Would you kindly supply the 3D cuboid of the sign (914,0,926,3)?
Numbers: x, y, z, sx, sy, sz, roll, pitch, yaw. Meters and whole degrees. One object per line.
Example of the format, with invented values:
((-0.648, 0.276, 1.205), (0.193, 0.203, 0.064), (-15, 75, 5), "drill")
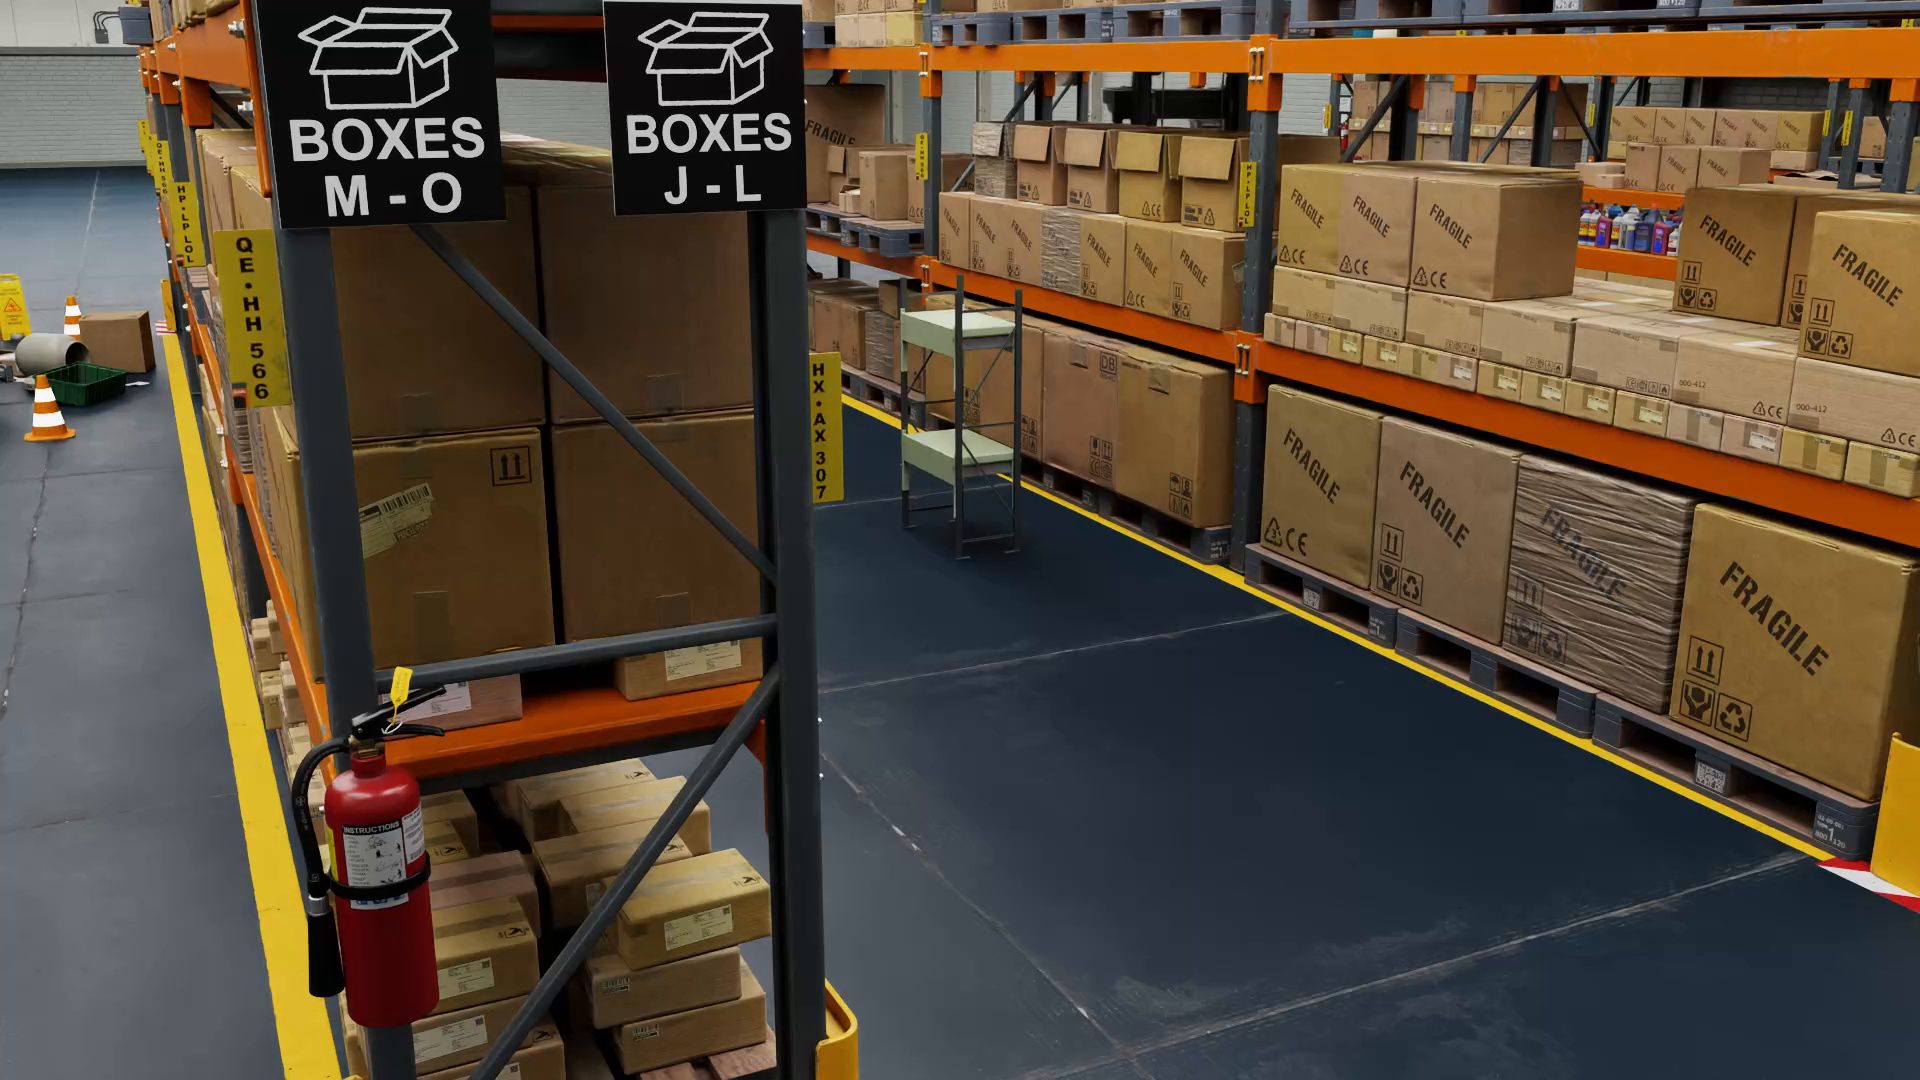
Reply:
((-0.279, -3.941, 11.670), (0.100, 0.325, 0.005), (-8, 18, -25), "sign")

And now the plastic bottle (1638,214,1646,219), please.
((5.572, -2.561, 13.598), (0.097, 0.201, 0.097), (0, 16, 0), "plastic bottle")

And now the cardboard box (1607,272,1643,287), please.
((7.771, -2.999, 18.987), (0.500, 0.250, 0.500), (-8, 18, -27), "cardboard box")

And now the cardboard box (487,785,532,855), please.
((-1.259, 0.851, 5.215), (0.380, 0.149, 0.250), (-9, 18, -28), "cardboard box")

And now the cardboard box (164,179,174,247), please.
((-6.057, -2.618, 13.256), (0.500, 0.500, 0.500), (-7, 18, -24), "cardboard box")

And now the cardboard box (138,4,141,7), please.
((-6.492, -4.356, 13.566), (0.380, 0.149, 0.250), (-8, 18, -25), "cardboard box")

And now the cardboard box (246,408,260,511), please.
((-1.877, -0.407, 5.010), (0.500, 0.500, 0.500), (-7, 17, -22), "cardboard box")

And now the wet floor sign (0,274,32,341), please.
((-9.590, -2.361, 16.809), (0.267, 0.644, 0.232), (-11, 20, -34), "wet floor sign")

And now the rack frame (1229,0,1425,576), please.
((1.962, -1.324, 8.926), (1.000, 3.000, 0.127), (-8, 18, -25), "rack frame")

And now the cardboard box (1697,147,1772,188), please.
((8.367, -3.974, 17.980), (0.500, 0.500, 0.500), (-9, 18, -28), "cardboard box")

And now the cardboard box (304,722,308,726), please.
((-2.124, 0.651, 5.913), (0.380, 0.149, 0.250), (-7, 17, -22), "cardboard box")

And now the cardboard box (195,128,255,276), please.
((-2.562, -1.280, 6.239), (0.500, 0.500, 0.500), (-7, 18, -24), "cardboard box")

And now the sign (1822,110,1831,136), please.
((11.331, -5.452, 21.741), (0.100, 0.325, 0.005), (-8, 18, -25), "sign")

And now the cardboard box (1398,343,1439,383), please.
((2.253, -0.831, 7.663), (0.380, 0.149, 0.250), (-8, 18, -26), "cardboard box")

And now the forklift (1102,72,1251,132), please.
((1.696, -2.503, 13.159), (1.130, 2.935, 3.031), (-1, 16, -2), "forklift")

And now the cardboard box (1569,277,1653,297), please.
((2.844, -1.062, 7.748), (0.500, 0.250, 0.500), (-7, 18, -24), "cardboard box")

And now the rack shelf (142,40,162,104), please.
((-5.169, -3.333, 11.794), (1.077, 0.370, 4.000), (-8, 18, -25), "rack shelf")

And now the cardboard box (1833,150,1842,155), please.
((11.803, -5.183, 22.610), (0.500, 0.250, 0.500), (-7, 18, -24), "cardboard box")

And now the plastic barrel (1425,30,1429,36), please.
((4.211, -4.955, 15.361), (0.600, 0.830, 0.708), (-8, 18, -25), "plastic barrel")

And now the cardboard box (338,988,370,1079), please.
((-1.410, 1.254, 4.350), (0.380, 0.149, 0.250), (-7, 17, -23), "cardboard box")

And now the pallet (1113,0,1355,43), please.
((1.516, -2.895, 9.310), (0.805, 0.209, 1.217), (-8, 18, -27), "pallet")

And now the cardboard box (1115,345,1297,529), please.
((1.664, -0.661, 9.706), (1.225, 0.875, 0.875), (-8, 18, -25), "cardboard box")

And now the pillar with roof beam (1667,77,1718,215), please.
((7.278, -8.389, 22.671), (9.100, 9.000, 0.400), (-8, 18, -25), "pillar with roof beam")

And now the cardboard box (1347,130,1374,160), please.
((5.805, -5.426, 23.040), (0.700, 0.500, 0.500), (-8, 18, -25), "cardboard box")

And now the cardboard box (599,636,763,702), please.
((-0.635, 0.243, 3.921), (0.380, 0.149, 0.250), (-8, 18, -25), "cardboard box")

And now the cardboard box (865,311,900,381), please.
((-0.356, -1.625, 13.711), (0.700, 0.500, 0.500), (-9, 18, -29), "cardboard box")

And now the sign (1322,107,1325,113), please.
((7.315, -8.550, 33.083), (0.001, 0.109, 0.331), (-8, 18, -25), "sign")

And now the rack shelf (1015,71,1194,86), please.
((2.034, -5.498, 19.338), (1.077, 0.370, 4.000), (-8, 18, -25), "rack shelf")

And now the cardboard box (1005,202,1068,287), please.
((0.634, -1.956, 10.948), (0.500, 0.500, 0.500), (-8, 18, -26), "cardboard box")

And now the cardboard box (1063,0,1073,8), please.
((0.999, -3.661, 10.691), (0.500, 0.500, 0.500), (-7, 17, -22), "cardboard box")

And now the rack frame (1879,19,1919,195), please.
((6.415, -1.922, 11.012), (1.000, 3.000, 0.127), (-8, 18, -25), "rack frame")

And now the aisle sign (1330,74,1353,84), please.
((5.308, -6.724, 23.032), (0.394, 0.787, 0.004), (-8, 18, -25), "aisle sign")

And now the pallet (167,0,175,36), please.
((-2.715, -2.267, 7.115), (1.213, 0.211, 1.003), (-8, 18, -25), "pallet")

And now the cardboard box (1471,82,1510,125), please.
((6.723, -5.534, 21.064), (0.700, 0.500, 0.500), (-8, 18, -25), "cardboard box")

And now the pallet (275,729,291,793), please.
((-2.215, 0.753, 6.744), (1.003, 0.211, 1.213), (-8, 18, -25), "pallet")

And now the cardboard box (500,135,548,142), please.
((-1.649, -1.081, 5.547), (0.500, 0.500, 0.500), (-7, 17, -23), "cardboard box")

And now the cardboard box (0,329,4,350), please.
((-9.158, -1.772, 15.014), (0.637, 0.503, 0.797), (7, 17, 23), "cardboard box")

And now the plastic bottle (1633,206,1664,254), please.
((5.235, -2.360, 12.627), (0.144, 0.351, 0.185), (-8, 18, -25), "plastic bottle")

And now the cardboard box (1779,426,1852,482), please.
((3.147, -0.324, 5.897), (0.380, 0.149, 0.250), (-7, 18, -24), "cardboard box")

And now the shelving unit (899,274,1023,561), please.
((-0.003, -0.723, 9.550), (0.431, 1.500, 0.755), (-8, 18, -25), "shelving unit")

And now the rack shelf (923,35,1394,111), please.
((1.086, -2.916, 10.340), (1.077, 0.370, 4.000), (-8, 18, -25), "rack shelf")

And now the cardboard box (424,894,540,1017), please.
((-1.248, 1.024, 4.072), (0.380, 0.149, 0.250), (-7, 18, -24), "cardboard box")

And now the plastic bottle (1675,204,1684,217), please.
((5.756, -2.514, 13.162), (0.144, 0.351, 0.185), (-8, 18, -25), "plastic bottle")

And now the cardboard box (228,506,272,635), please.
((-3.091, 0.097, 7.745), (0.500, 0.500, 0.500), (-8, 18, -26), "cardboard box")

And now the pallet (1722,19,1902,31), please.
((5.984, -3.456, 11.260), (1.213, 0.211, 1.003), (-8, 18, -25), "pallet")

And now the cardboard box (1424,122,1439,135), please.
((6.263, -5.351, 21.601), (0.380, 0.149, 0.250), (-7, 18, -24), "cardboard box")

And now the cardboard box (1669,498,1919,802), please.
((3.362, 0.338, 6.224), (0.875, 0.875, 0.875), (-8, 18, -25), "cardboard box")

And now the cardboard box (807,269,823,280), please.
((-1.682, -2.412, 16.488), (0.500, 0.500, 0.500), (-8, 18, -27), "cardboard box")

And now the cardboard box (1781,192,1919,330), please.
((3.528, -1.039, 6.306), (0.500, 0.500, 0.500), (-8, 18, -26), "cardboard box")

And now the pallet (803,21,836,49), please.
((-0.911, -4.236, 13.977), (1.213, 0.211, 1.003), (-8, 18, -25), "pallet")

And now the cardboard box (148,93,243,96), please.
((-7.670, -4.220, 16.787), (0.875, 0.550, 0.550), (-8, 18, -25), "cardboard box")

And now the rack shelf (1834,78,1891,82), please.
((12.692, -5.703, 20.053), (1.077, 0.370, 4.000), (-8, 18, -25), "rack shelf")

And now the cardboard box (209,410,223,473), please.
((-3.552, -0.523, 8.546), (0.500, 0.250, 0.500), (-9, 18, -27), "cardboard box")

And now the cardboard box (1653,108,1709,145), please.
((10.431, -5.986, 24.047), (0.500, 0.500, 0.500), (-8, 18, -27), "cardboard box")
